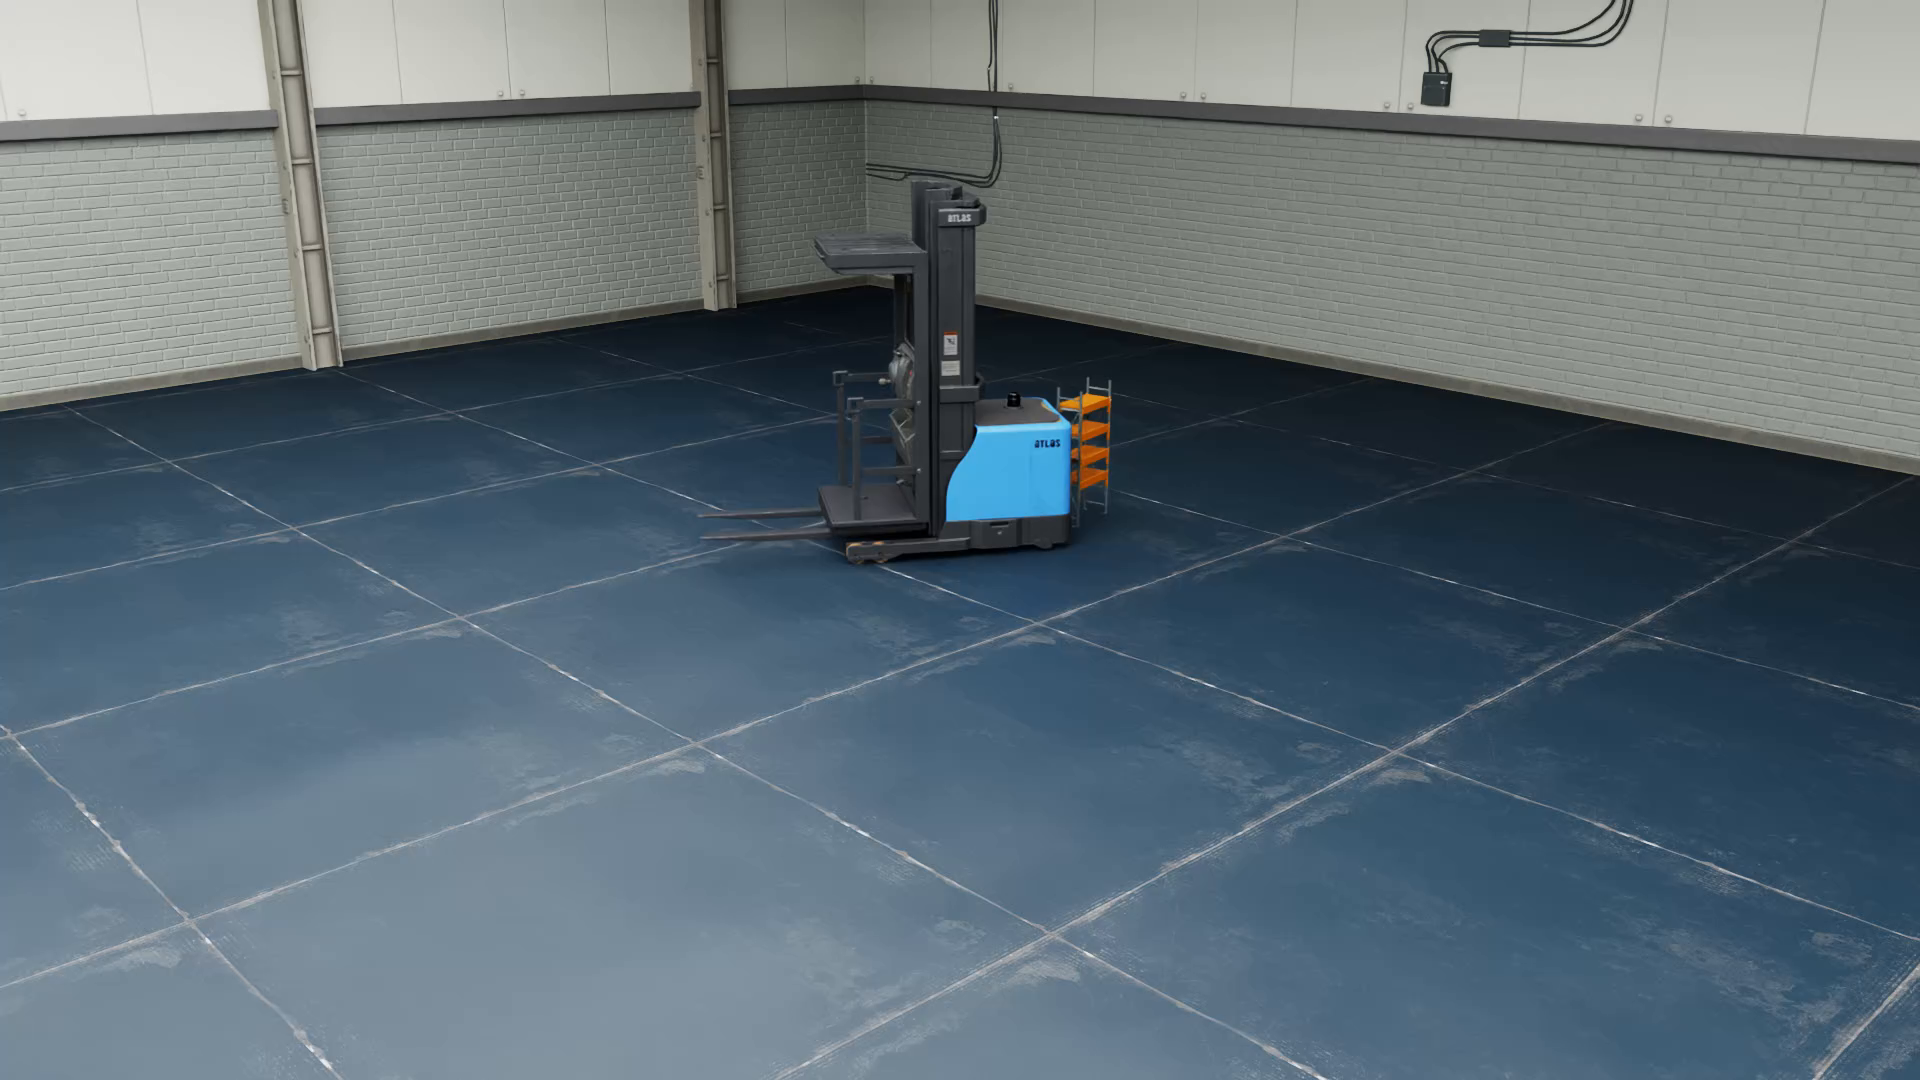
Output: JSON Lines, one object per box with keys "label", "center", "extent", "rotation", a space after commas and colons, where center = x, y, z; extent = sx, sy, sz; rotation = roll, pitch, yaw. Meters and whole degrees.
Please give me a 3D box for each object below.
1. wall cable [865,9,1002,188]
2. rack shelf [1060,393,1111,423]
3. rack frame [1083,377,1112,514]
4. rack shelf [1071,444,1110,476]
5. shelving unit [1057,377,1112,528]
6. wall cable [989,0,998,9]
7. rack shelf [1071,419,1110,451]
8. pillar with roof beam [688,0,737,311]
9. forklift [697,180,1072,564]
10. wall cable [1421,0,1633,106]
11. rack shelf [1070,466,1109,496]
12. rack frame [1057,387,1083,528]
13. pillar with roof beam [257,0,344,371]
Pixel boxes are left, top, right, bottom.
{"label": "wall cable", "center": [-0.493, -6.556, 24.651], "extent": [0.112, 2.526, 3.097], "rotation": [-16, 24, -41]}
{"label": "rack shelf", "center": [1.064, -1.133, 14.257], "extent": [0.258, 0.148, 0.480], "rotation": [12, 22, 33]}
{"label": "rack frame", "center": [1.202, -0.821, 14.570], "extent": [0.240, 1.200, 0.015], "rotation": [12, 22, 33]}
{"label": "rack shelf", "center": [1.063, -0.696, 14.401], "extent": [0.258, 0.148, 0.480], "rotation": [12, 22, 33]}
{"label": "shelving unit", "center": [1.063, -0.760, 14.380], "extent": [0.258, 1.200, 0.503], "rotation": [12, 22, 33]}
{"label": "wall cable", "center": [1.365, -8.353, 22.002], "extent": [0.112, 2.526, 3.097], "rotation": [-16, 24, -41]}
{"label": "rack shelf", "center": [1.063, -0.908, 14.331], "extent": [0.258, 0.148, 0.480], "rotation": [12, 22, 33]}
{"label": "pillar with roof beam", "center": [-0.585, -6.741, 20.185], "extent": [0.400, 9.000, 9.100], "rotation": [-16, 24, -41]}
{"label": "forklift", "center": [-0.649, -1.379, 13.485], "extent": [3.031, 2.935, 1.130], "rotation": [-3, 18, -10]}
{"label": "wall cable", "center": [6.018, -7.520, 17.075], "extent": [0.169, 6.003, 2.305], "rotation": [-16, 24, -41]}
{"label": "rack shelf", "center": [1.062, -0.507, 14.462], "extent": [0.258, 0.148, 0.480], "rotation": [12, 22, 33]}
{"label": "rack frame", "center": [0.924, -0.698, 14.189], "extent": [0.240, 1.200, 0.015], "rotation": [12, 22, 33]}
{"label": "pillar with roof beam", "center": [-4.944, -5.469, 16.263], "extent": [0.400, 9.000, 9.100], "rotation": [-16, 24, -41]}
